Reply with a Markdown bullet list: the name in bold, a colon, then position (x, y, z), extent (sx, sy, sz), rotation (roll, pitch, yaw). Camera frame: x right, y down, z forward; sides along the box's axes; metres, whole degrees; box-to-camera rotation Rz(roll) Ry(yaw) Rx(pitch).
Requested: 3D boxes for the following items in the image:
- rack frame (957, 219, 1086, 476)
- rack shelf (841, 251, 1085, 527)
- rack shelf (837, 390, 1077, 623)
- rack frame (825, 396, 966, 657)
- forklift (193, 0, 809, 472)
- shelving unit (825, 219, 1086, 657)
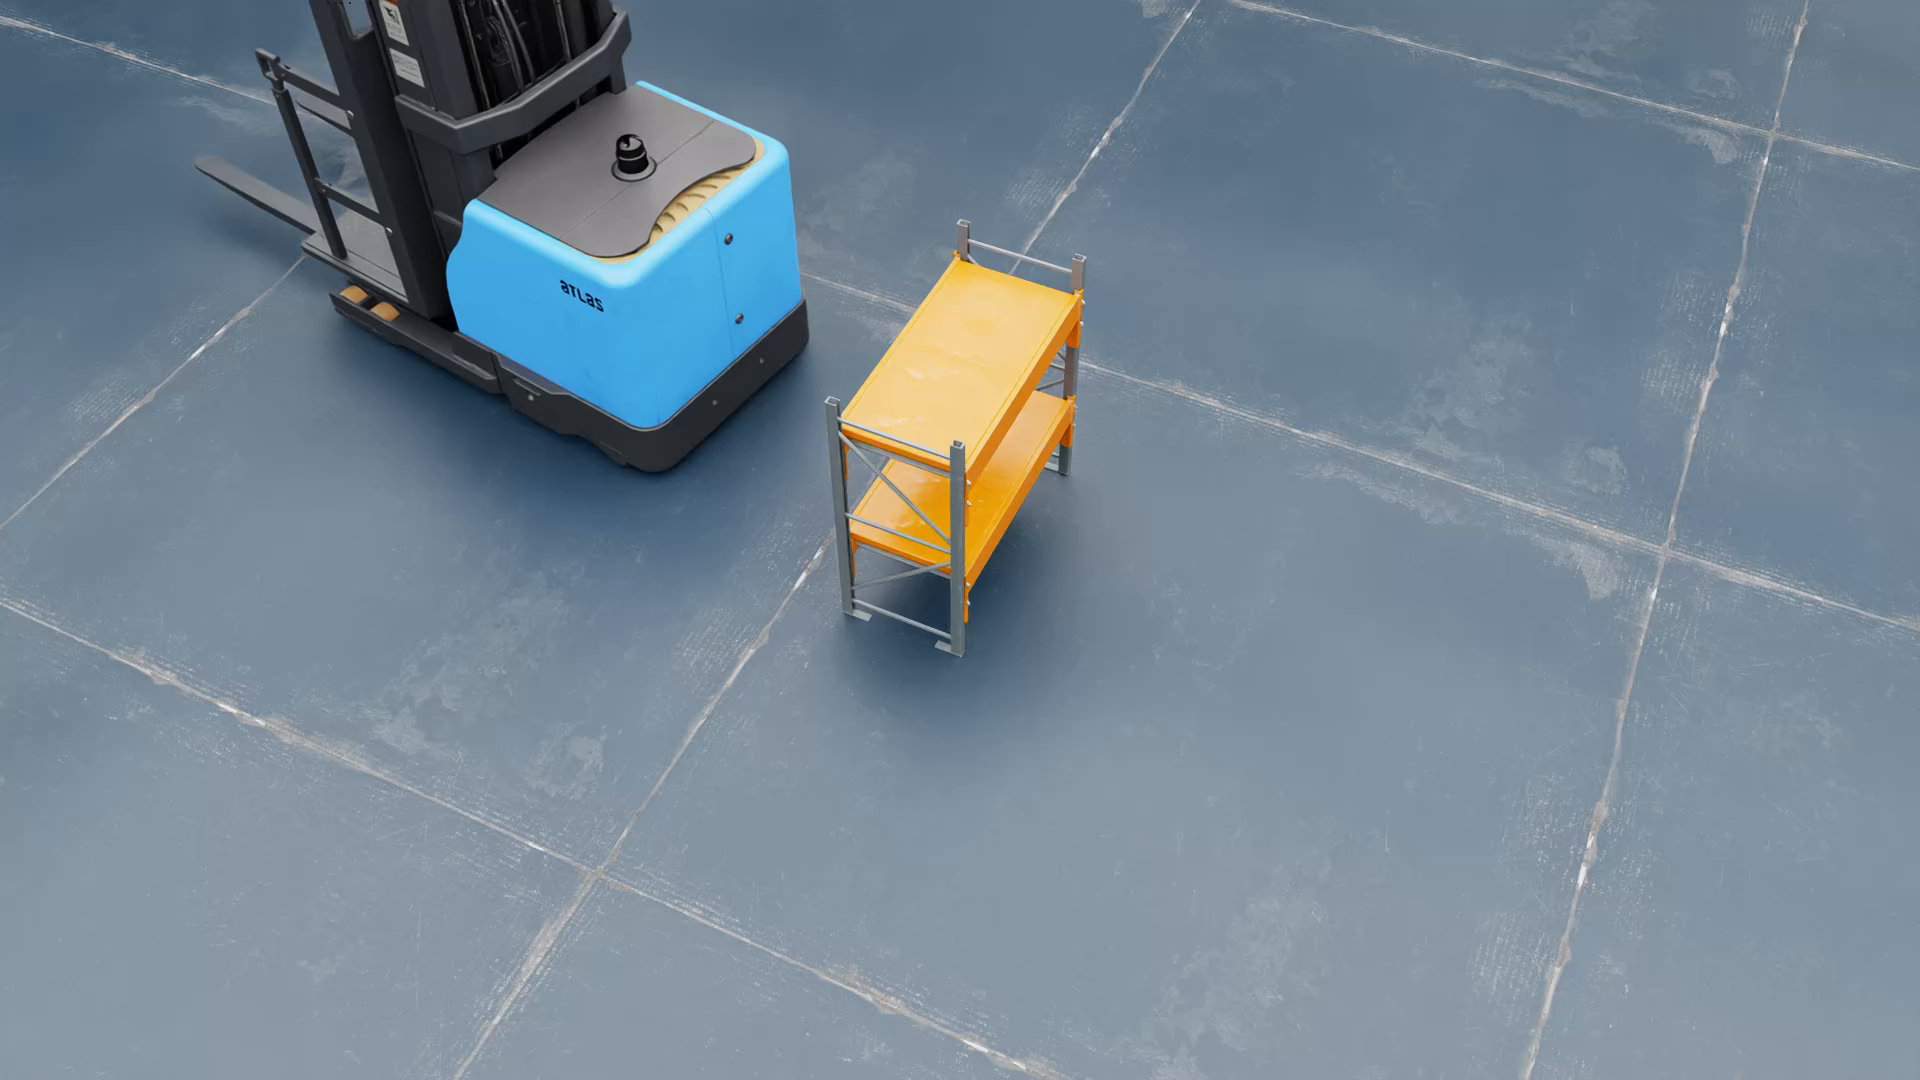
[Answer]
- **rack frame**: position (0.220, -0.719, 6.439), extent (0.500, 1.125, 0.032), rotation (20, 52, 16)
- **rack shelf**: position (0.003, -0.559, 5.918), extent (0.538, 0.278, 1.000), rotation (20, 52, 16)
- **rack shelf**: position (0.003, -0.211, 6.327), extent (0.538, 0.278, 1.000), rotation (20, 52, 16)
- **rack frame**: position (-0.214, -0.019, 5.843), extent (0.500, 1.125, 0.032), rotation (20, 52, 16)
- **forklift**: position (-2.156, -2.130, 6.453), extent (3.031, 2.935, 1.130), rotation (28, 55, 22)
- **shelving unit**: position (0.003, -0.369, 6.141), extent (0.538, 1.125, 1.048), rotation (20, 52, 16)
